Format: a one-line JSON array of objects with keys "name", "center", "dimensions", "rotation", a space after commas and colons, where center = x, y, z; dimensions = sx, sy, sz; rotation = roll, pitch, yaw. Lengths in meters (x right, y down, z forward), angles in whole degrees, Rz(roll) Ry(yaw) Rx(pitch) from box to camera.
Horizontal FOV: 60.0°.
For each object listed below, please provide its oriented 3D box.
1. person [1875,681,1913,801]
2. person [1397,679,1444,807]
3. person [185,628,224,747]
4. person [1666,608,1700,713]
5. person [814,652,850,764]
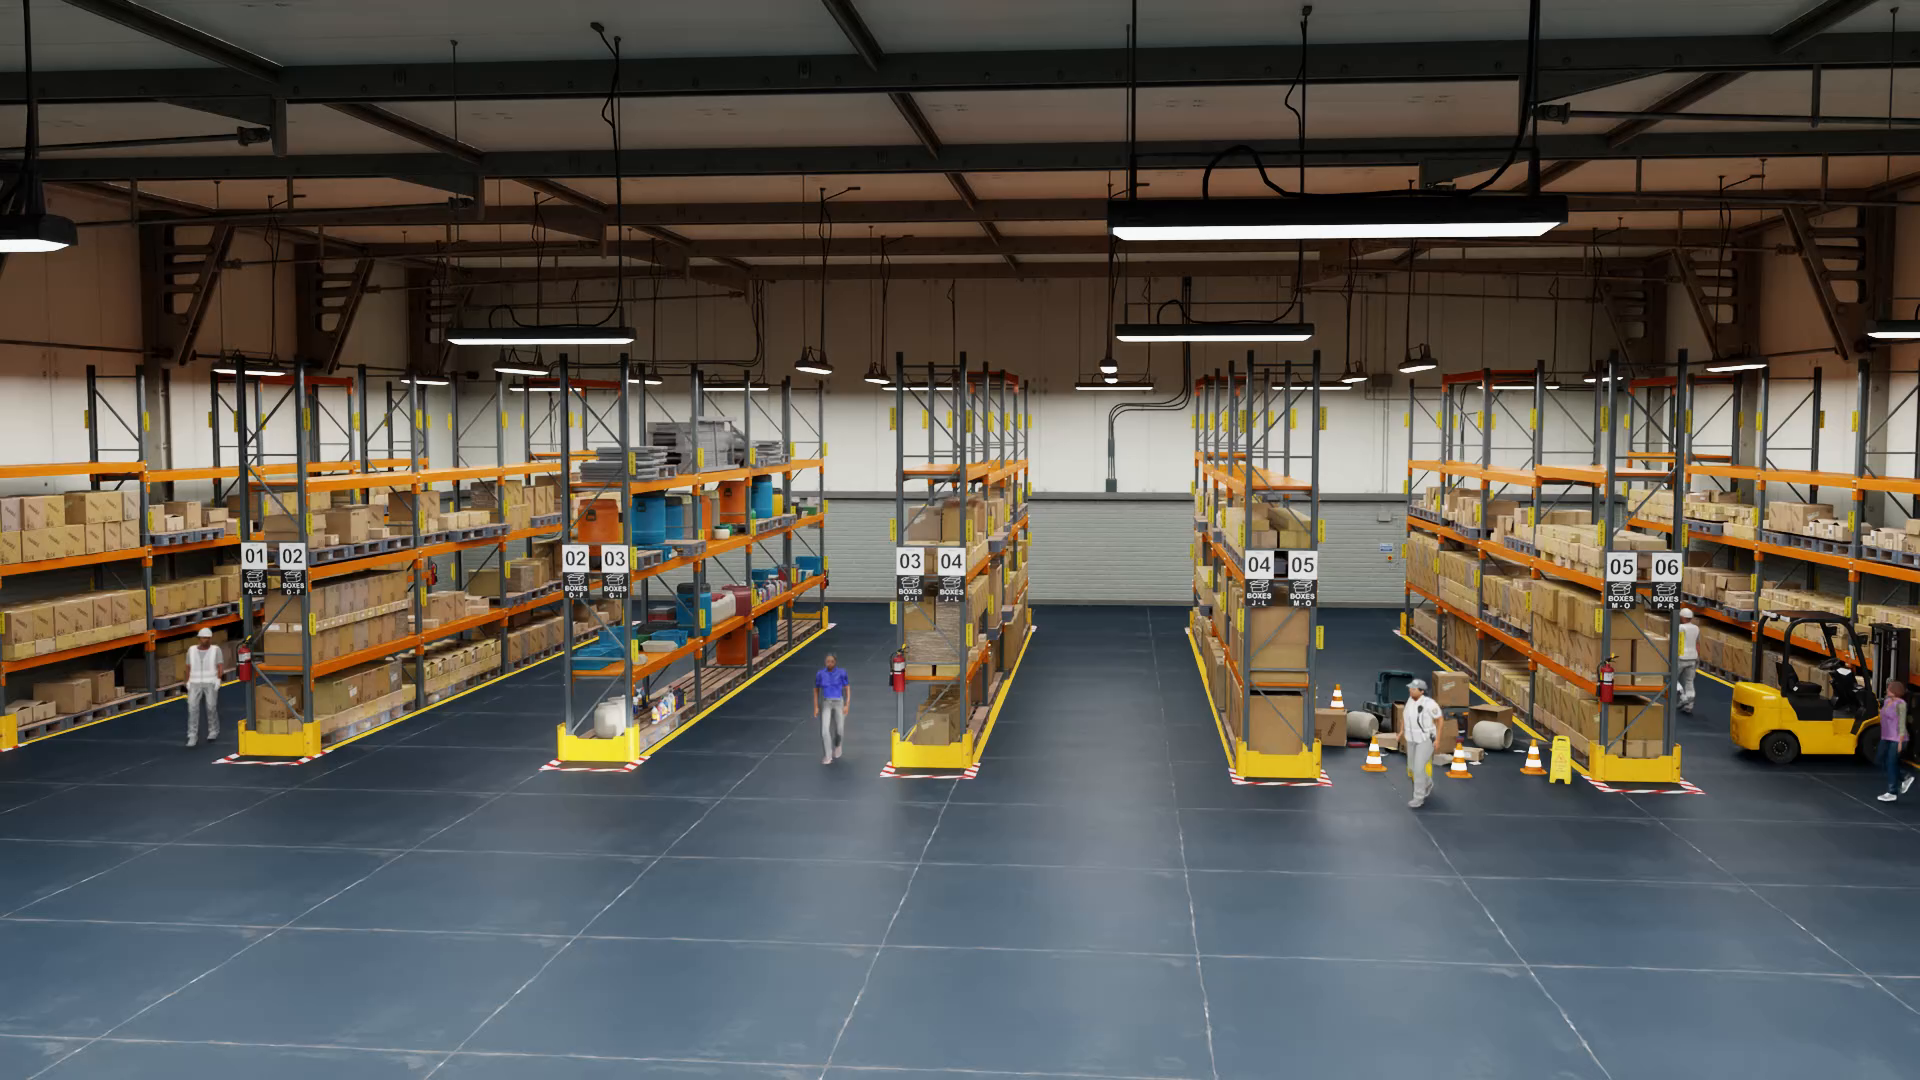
[{"name": "person", "center": [12.358, 2.638, 21.912], "dimensions": [0.539, 1.587, 0.400], "rotation": [0, 4, -3]}, {"name": "person", "center": [6.096, 2.636, 21.841], "dimensions": [0.729, 1.653, 0.627], "rotation": [-3, 5, -40]}, {"name": "person", "center": [-11.836, 2.285, 25.985], "dimensions": [0.572, 1.788, 0.712], "rotation": [-1, 4, -16]}, {"name": "person", "center": [12.518, 2.072, 28.662], "dimensions": [0.602, 1.791, 0.467], "rotation": [-2, 4, -22]}, {"name": "person", "center": [-1.882, 2.454, 24.542], "dimensions": [0.540, 1.641, 0.555], "rotation": [0, 4, 5]}]
